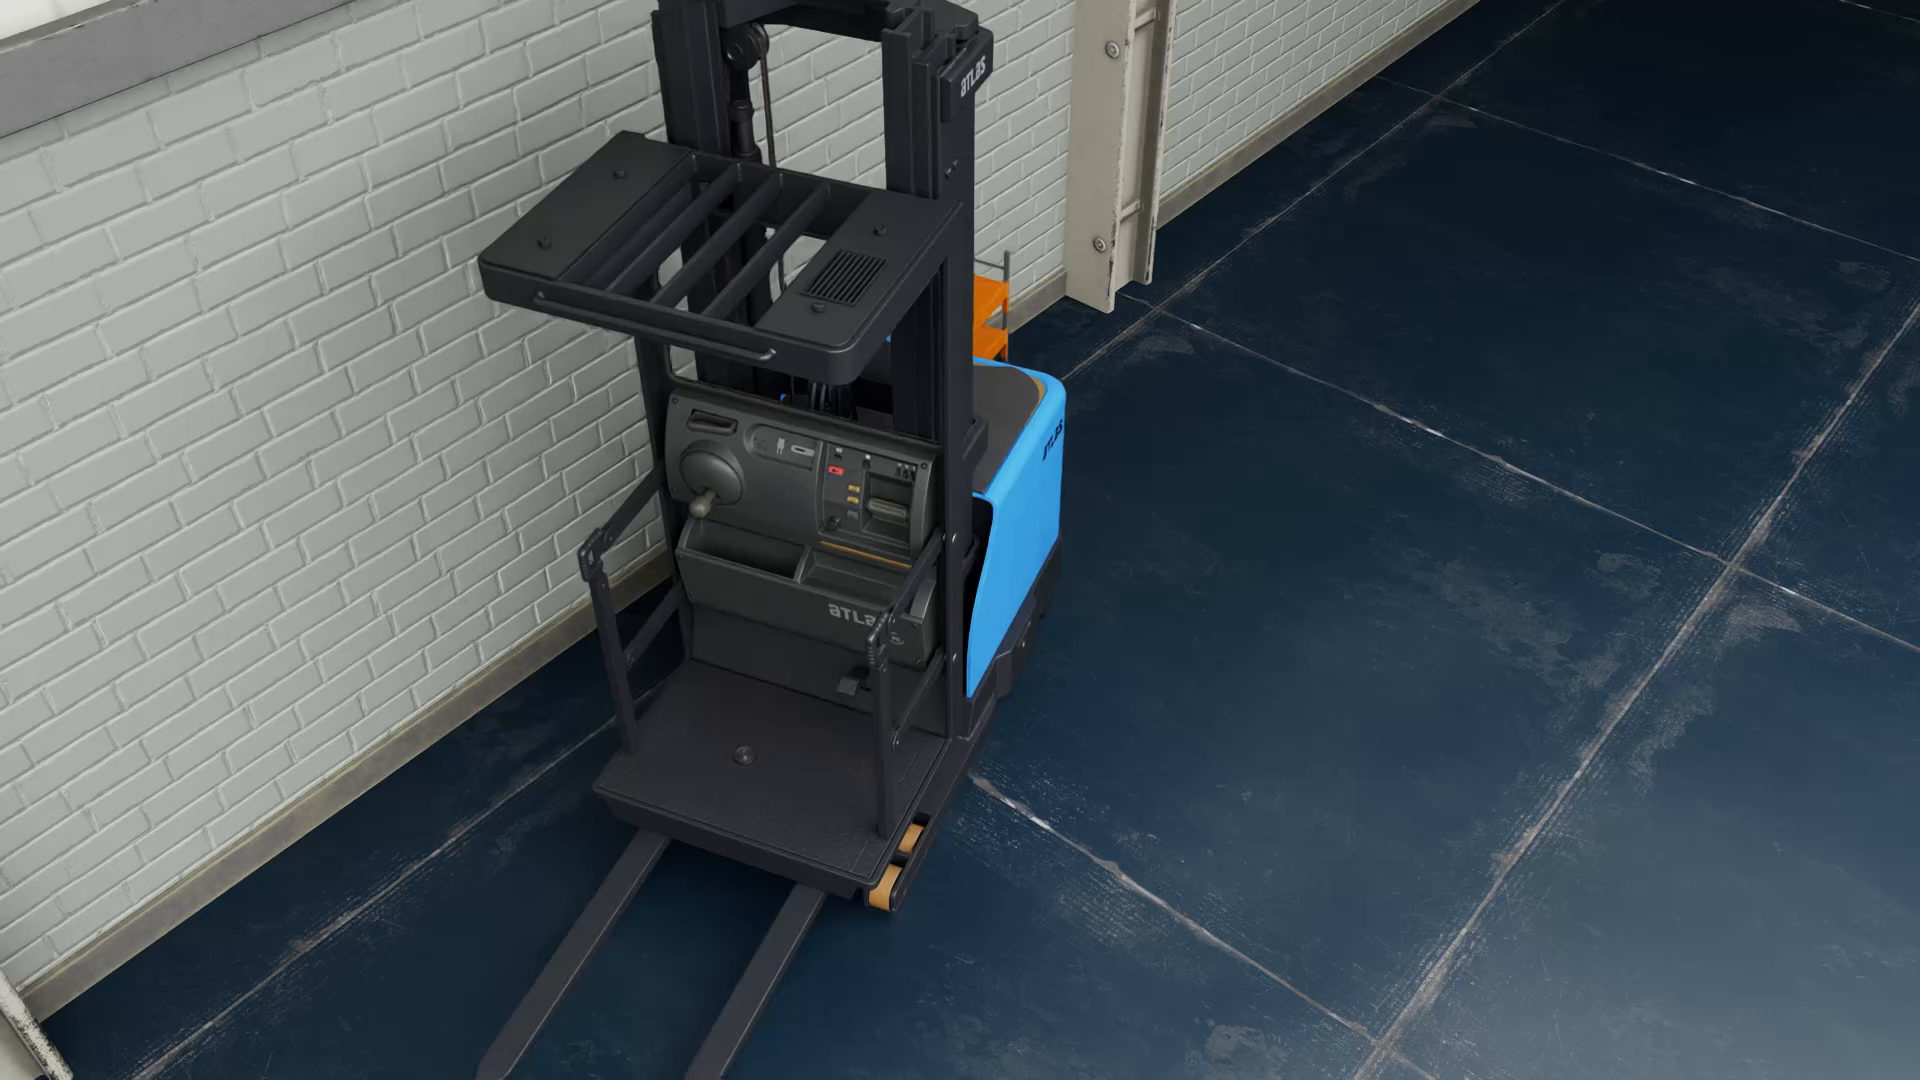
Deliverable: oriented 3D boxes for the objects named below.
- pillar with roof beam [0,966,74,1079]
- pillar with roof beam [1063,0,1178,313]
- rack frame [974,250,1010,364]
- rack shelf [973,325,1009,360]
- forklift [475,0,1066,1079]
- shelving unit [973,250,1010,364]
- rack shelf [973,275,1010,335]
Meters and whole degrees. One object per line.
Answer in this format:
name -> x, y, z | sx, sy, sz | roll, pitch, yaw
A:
pillar with roof beam -> 0.201, 0.296, 0.236 | 9.100, 9.000, 0.400 | 29, 50, 28
pillar with roof beam -> 4.063, -2.794, 3.634 | 9.100, 9.000, 0.400 | 29, 50, 28
rack frame -> 0.094, -0.761, 7.195 | 0.240, 1.200, 0.015 | 19, 46, 20
rack shelf -> -0.018, -0.731, 6.930 | 0.258, 0.148, 0.480 | 19, 46, 20
forklift -> -0.606, -0.116, 5.199 | 1.130, 2.935, 3.031 | 15, 44, 16
shelving unit -> -0.018, -0.615, 7.035 | 0.258, 1.200, 0.503 | 19, 46, 20
rack shelf -> -0.018, -0.906, 6.771 | 0.258, 0.148, 0.480 | 19, 46, 20
